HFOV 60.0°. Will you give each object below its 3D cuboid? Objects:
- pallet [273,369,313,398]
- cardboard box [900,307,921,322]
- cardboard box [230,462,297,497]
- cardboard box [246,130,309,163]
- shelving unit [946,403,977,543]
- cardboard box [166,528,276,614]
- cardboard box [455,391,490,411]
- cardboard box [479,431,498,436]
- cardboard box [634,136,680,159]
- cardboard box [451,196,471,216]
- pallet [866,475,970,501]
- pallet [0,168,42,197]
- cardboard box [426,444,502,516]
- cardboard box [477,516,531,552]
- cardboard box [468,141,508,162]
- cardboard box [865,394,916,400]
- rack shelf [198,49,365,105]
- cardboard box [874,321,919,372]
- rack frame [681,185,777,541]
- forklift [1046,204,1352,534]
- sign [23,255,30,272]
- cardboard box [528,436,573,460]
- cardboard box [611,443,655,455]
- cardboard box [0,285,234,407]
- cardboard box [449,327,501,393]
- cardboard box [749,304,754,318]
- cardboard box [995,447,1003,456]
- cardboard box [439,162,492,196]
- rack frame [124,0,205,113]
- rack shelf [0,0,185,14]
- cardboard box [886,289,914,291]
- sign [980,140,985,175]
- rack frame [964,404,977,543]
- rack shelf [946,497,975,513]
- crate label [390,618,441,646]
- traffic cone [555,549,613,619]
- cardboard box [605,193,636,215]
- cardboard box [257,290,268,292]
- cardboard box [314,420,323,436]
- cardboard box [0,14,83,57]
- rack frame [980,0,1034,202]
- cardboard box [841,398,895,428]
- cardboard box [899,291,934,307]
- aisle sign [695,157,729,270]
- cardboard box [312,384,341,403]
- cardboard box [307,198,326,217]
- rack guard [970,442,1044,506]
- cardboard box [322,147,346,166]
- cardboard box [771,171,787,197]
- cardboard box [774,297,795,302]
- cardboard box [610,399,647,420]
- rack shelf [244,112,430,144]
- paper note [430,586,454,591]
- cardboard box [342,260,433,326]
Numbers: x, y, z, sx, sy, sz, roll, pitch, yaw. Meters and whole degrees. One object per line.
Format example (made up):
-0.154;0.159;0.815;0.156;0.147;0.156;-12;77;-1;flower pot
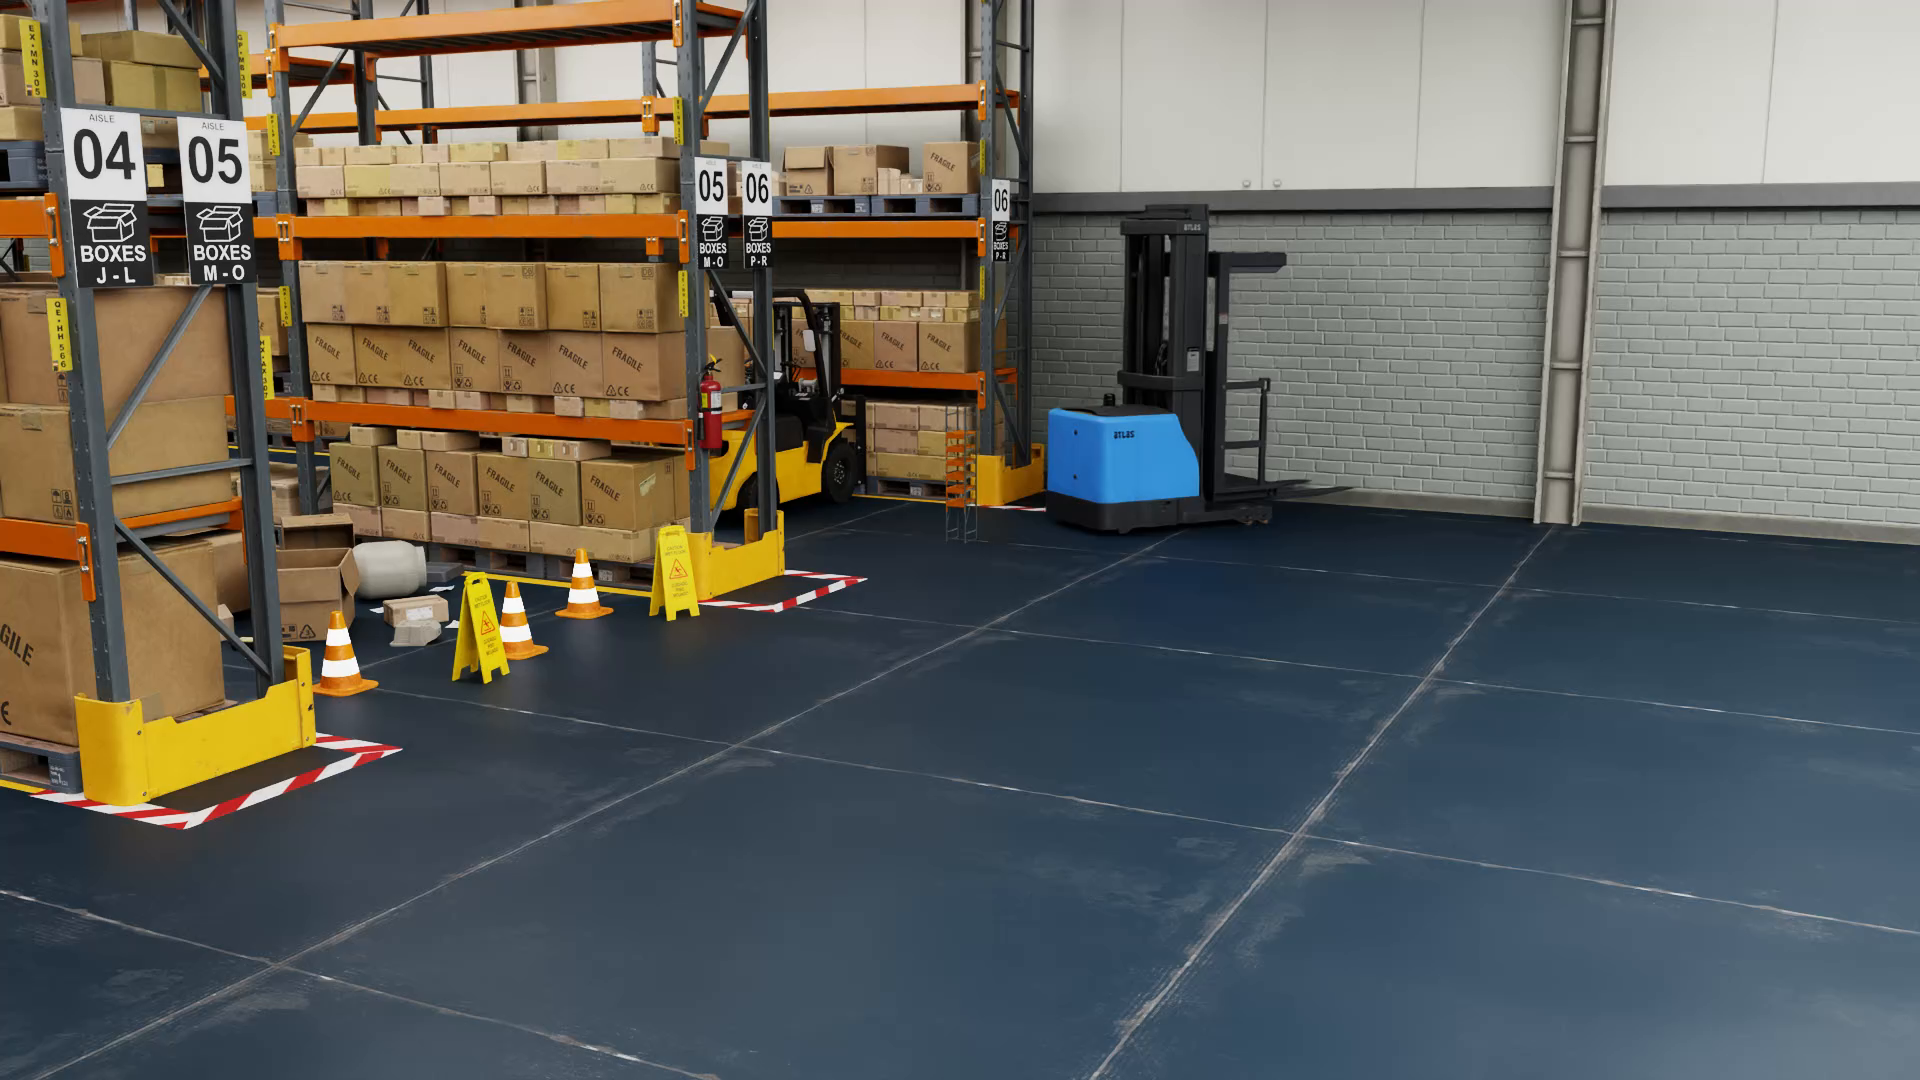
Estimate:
-5.928;-1.431;14.754;1.213;0.211;1.003;5;11;26;pallet
-0.409;-2.316;17.005;0.250;0.149;0.380;5;12;27;cardboard box
-6.424;-0.453;15.008;0.625;0.372;0.950;6;12;29;cardboard box
-5.883;-3.322;14.080;0.500;0.250;0.500;5;12;27;cardboard box
0.013;-0.589;14.617;0.189;1.200;0.258;5;11;26;shelving unit
-5.257;0.228;11.675;0.503;0.637;0.797;5;11;26;cardboard box
-3.785;-1.125;13.227;0.250;0.149;0.380;5;11;26;cardboard box
-5.558;-1.487;20.012;0.625;0.625;0.875;5;12;28;cardboard box
-2.153;-2.851;12.105;0.250;0.149;0.380;5;11;26;cardboard box
-3.751;-2.609;13.005;0.250;0.149;0.380;5;11;26;cardboard box
-0.231;-0.601;17.460;1.213;0.211;1.003;5;11;26;pallet
-5.587;-1.913;8.706;1.213;0.211;1.003;5;11;26;pallet
-3.947;-0.494;13.471;0.500;0.500;0.500;6;12;29;cardboard box
-3.496;-0.084;13.311;0.500;0.250;0.500;5;11;24;cardboard box
-3.543;-2.967;12.743;0.250;0.149;0.380;5;12;27;cardboard box
-0.767;-1.414;17.852;0.500;0.250;0.500;5;11;25;cardboard box
-7.100;-4.001;14.712;4.000;0.370;1.077;5;11;26;rack shelf
-0.545;-2.008;17.123;0.500;0.500;0.500;5;12;28;cardboard box
-1.719;-1.127;12.534;0.127;3.000;1.000;5;11;26;rack frame
2.353;-1.658;15.663;3.031;2.935;1.130;-5;12;-27;forklift
-13.611;-3.993;24.232;0.005;0.325;0.100;5;11;26;sign
-3.136;-0.729;12.948;0.250;0.149;0.380;5;12;27;cardboard box
-2.813;-0.500;13.503;0.500;0.500;0.500;5;11;24;cardboard box
-4.135;-0.969;8.208;0.550;0.550;0.875;5;11;26;cardboard box
-3.668;-1.444;13.172;0.500;0.500;0.500;5;11;26;cardboard box
-2.042;-2.448;17.731;0.250;0.149;0.380;5;11;25;cardboard box
0.120;-0.843;17.510;0.500;0.250;0.500;5;11;26;cardboard box
-3.669;-2.792;12.898;0.500;0.250;0.500;5;11;26;cardboard box
-10.288;-5.818;21.606;0.127;3.000;1.000;5;11;26;rack frame
-12.081;-7.257;22.245;4.000;0.370;1.077;5;11;26;rack shelf
-0.659;-2.578;17.617;0.250;0.149;0.380;5;12;28;cardboard box
0.221;-3.707;16.104;0.005;0.325;0.100;5;11;26;sign
0.095;-0.582;14.577;0.006;1.200;0.240;5;11;26;rack frame
0.013;-0.309;14.668;0.180;0.103;0.258;5;11;26;rack shelf
-3.595;0.606;10.998;0.298;0.136;0.250;-1;10;-4;crate label
-2.676;0.294;11.809;0.334;0.463;0.336;5;11;26;traffic cone
-2.401;-2.477;12.277;0.250;0.149;0.380;5;11;26;cardboard box
-6.487;-2.008;15.105;0.500;0.500;0.500;5;11;25;cardboard box
-8.090;-1.608;21.031;0.500;0.500;0.500;6;12;28;cardboard box
-4.271;-2.301;7.607;0.250;0.149;0.380;5;11;26;cardboard box
0.474;-4.872;16.381;0.127;3.000;1.000;5;11;26;rack frame
-0.995;-1.329;17.387;0.500;0.250;0.500;5;11;27;cardboard box
-0.423;-2.460;16.963;0.250;0.149;0.380;5;12;27;cardboard box
-1.792;-2.355;12.019;0.004;0.787;0.394;5;11;26;aisle sign
-5.166;-1.242;13.878;0.250;0.149;0.380;5;11;26;cardboard box
-5.134;-2.730;13.675;0.250;0.149;0.380;5;11;25;cardboard box
0.495;-0.688;17.128;0.348;0.500;1.175;5;11;26;rack guard
-4.922;-3.094;13.447;0.250;0.149;0.380;5;12;28;cardboard box
-1.917;-3.735;17.442;0.258;0.266;0.396;5;11;24;cardboard box
-1.769;-2.589;17.673;0.250;0.149;0.380;5;11;26;cardboard box
-2.426;-1.001;12.543;0.250;0.149;0.380;5;11;25;cardboard box
-8.494;-5.109;20.835;4.000;0.370;1.077;5;11;26;rack shelf
-3.935;0.365;12.629;0.148;0.019;0.142;1;10;6;paper note
-4.560;-2.017;13.526;0.500;0.500;0.700;5;11;26;cardboard box
